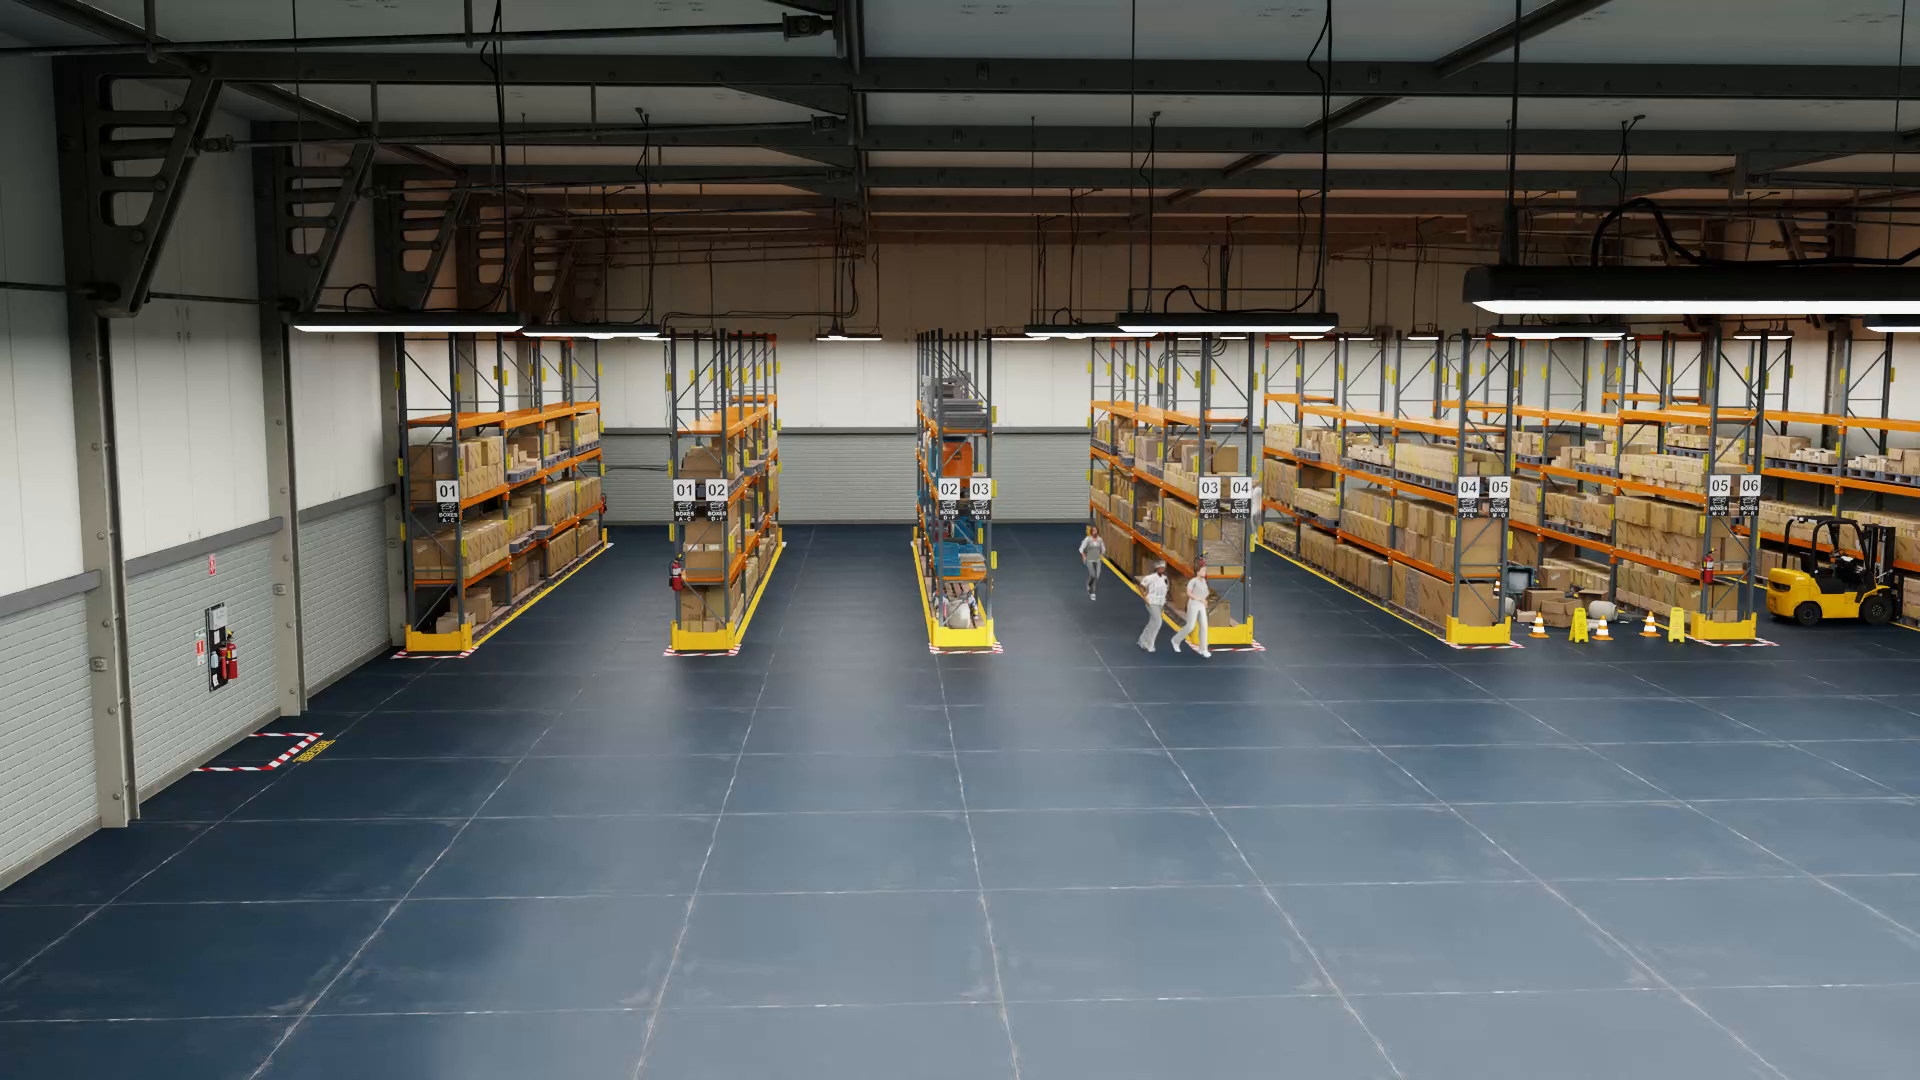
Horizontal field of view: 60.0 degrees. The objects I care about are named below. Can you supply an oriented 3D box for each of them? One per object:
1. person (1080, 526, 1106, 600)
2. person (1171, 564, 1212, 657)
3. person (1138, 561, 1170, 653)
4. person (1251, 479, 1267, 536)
[{"bbox_3d":[2.863,0.485,35.576,0.547,1.580,0.483,-1,7,-11],"label":"person"},{"bbox_3d":[4.379,1.271,30.709,0.613,1.670,0.883,-6,9,-41],"label":"person"},{"bbox_3d":[3.666,1.237,31.191,0.585,1.713,0.657,-6,9,-39],"label":"person"},{"bbox_3d":[8.697,-0.886,48.768,0.885,1.811,0.727,-2,7,-15],"label":"person"}]
